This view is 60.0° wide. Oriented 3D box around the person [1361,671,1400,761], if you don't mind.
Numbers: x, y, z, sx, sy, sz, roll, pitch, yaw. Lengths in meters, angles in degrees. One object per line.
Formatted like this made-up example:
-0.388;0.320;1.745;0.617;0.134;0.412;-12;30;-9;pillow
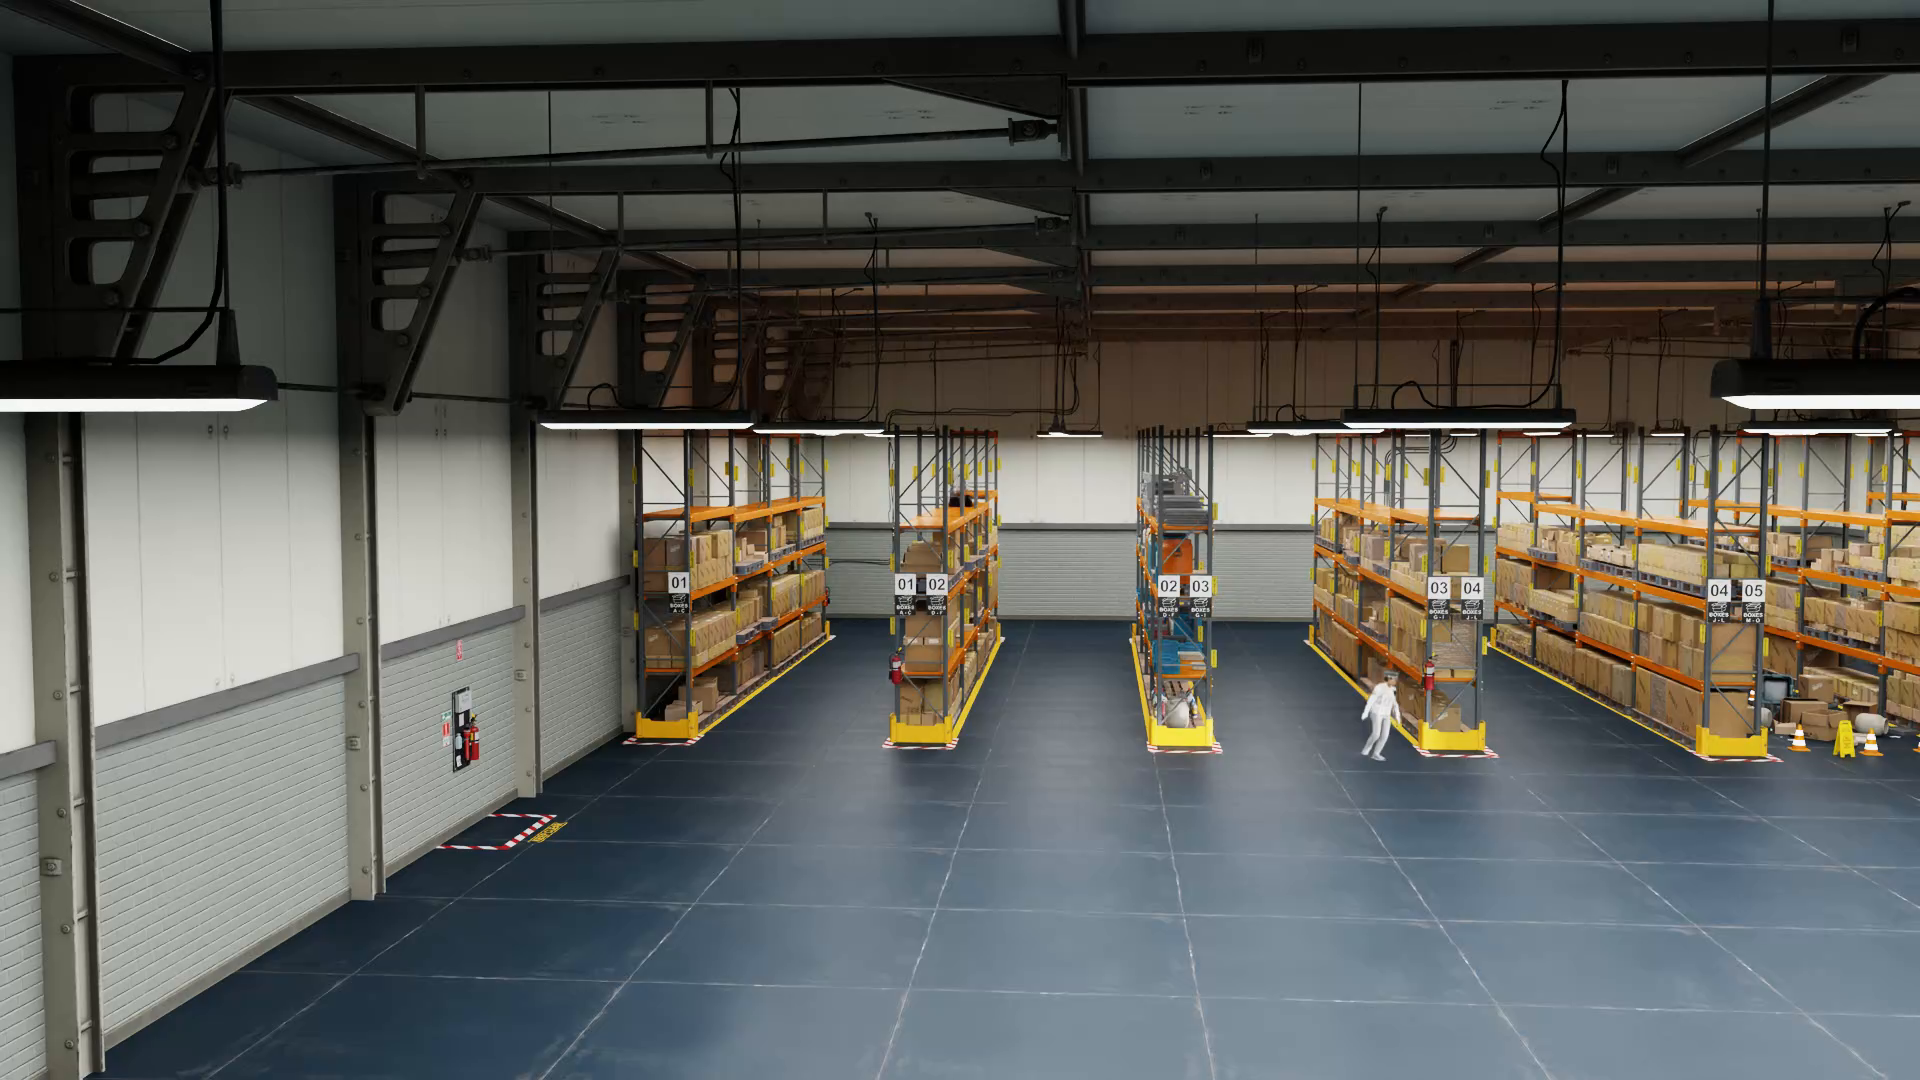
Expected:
7.509;3.133;29.666;0.633;1.621;0.582;-2;4;-27;person

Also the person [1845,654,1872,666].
22.614;2.344;41.906;0.660;1.693;0.926;-1;4;-13;person
